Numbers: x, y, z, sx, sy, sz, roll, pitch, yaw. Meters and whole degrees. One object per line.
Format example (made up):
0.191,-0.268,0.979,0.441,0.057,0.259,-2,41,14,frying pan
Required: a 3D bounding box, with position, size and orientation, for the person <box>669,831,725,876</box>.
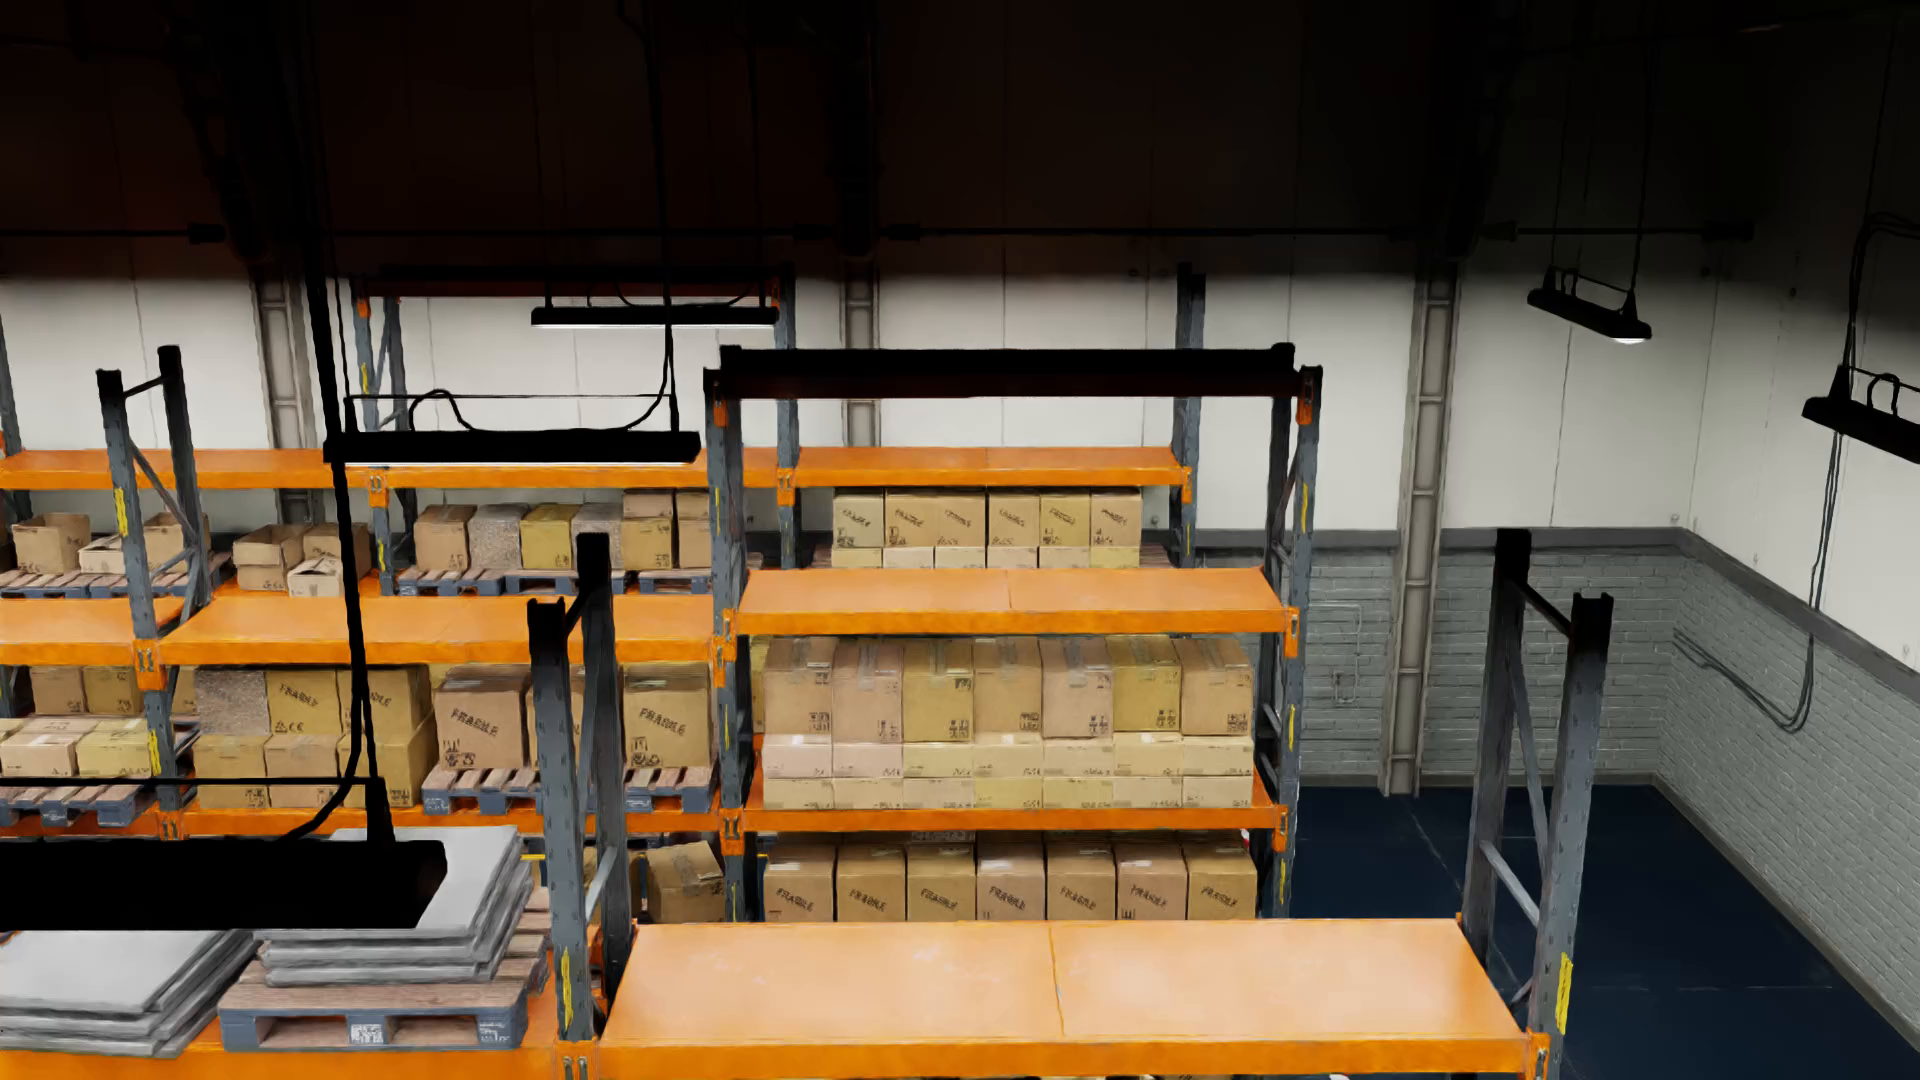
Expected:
-2.313,3.060,14.871,0.628,1.777,0.515,-9,18,-28,person
